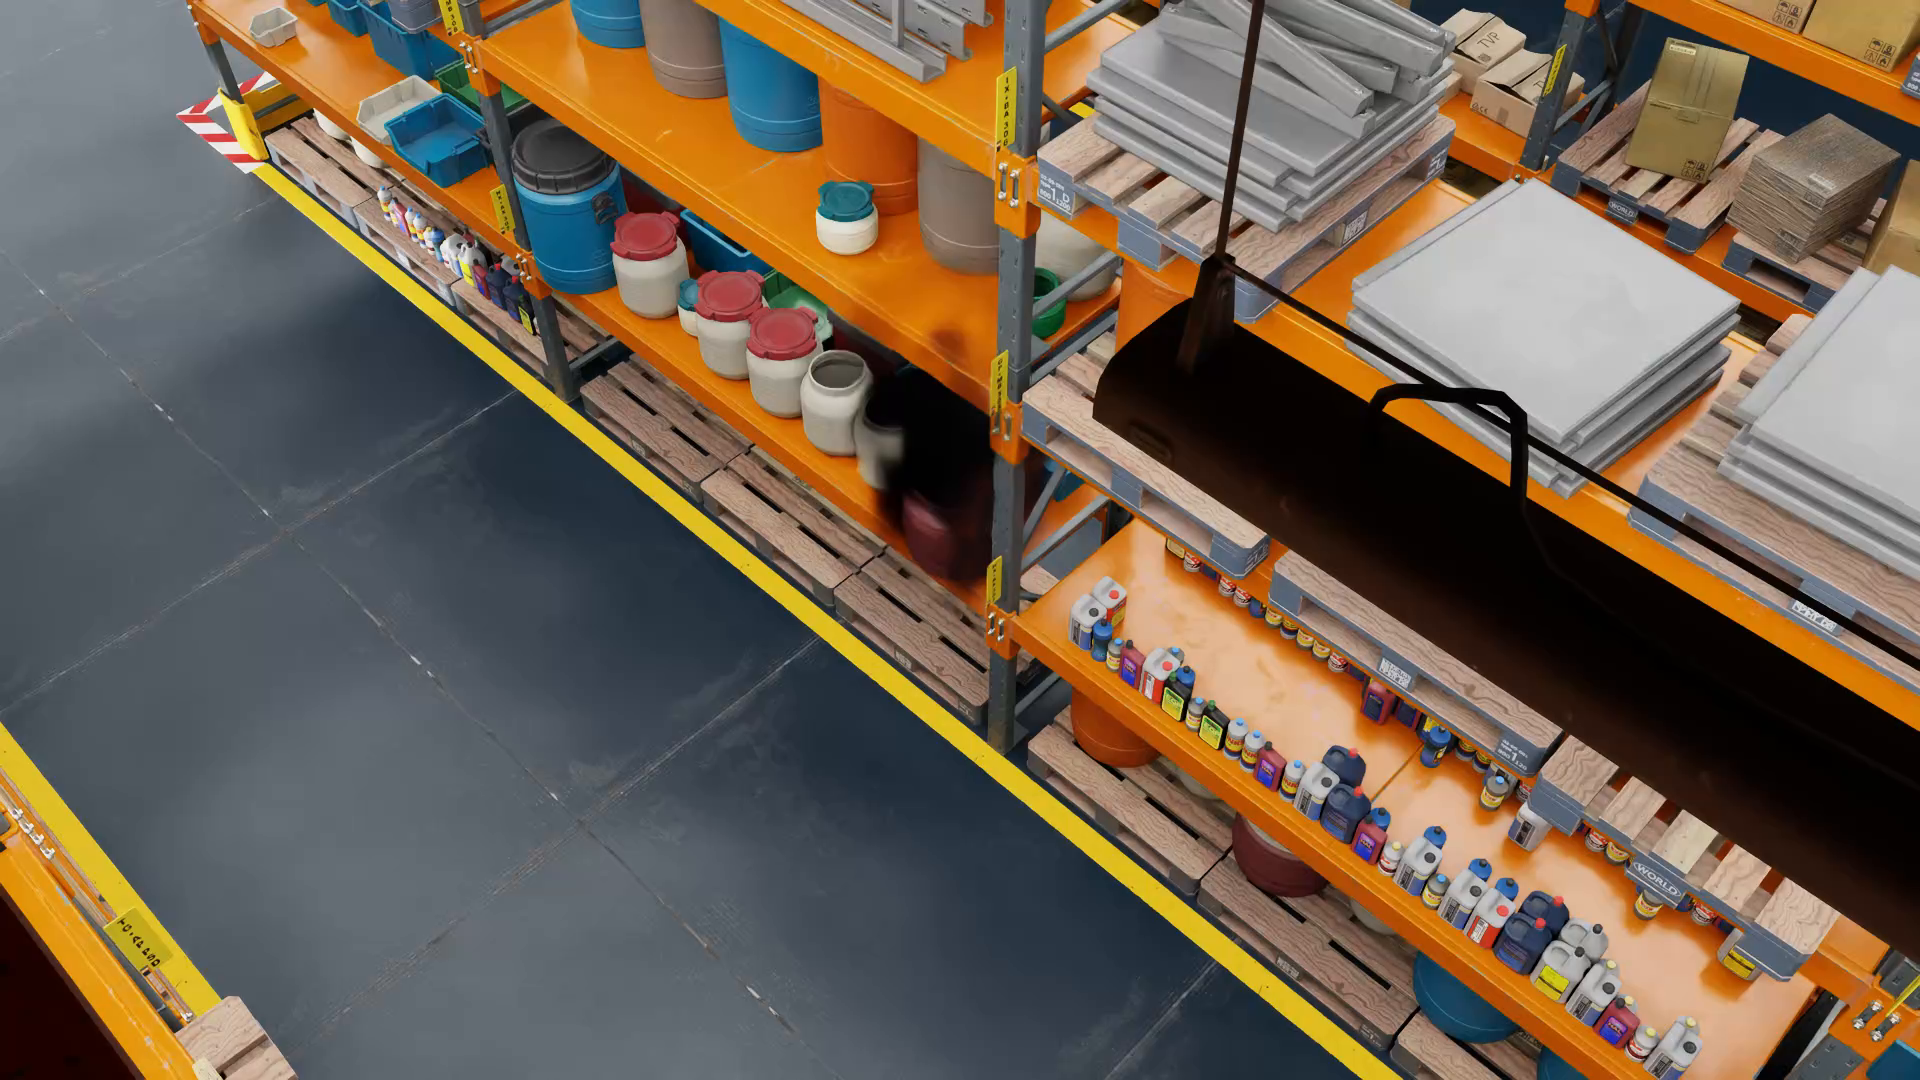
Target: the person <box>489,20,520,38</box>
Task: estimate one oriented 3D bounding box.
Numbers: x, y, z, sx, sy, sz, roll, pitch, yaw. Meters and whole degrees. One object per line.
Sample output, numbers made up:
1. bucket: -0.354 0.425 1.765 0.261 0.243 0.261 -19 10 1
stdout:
1. person: -3.620 -4.479 13.002 0.910 1.758 0.709 26 55 20
